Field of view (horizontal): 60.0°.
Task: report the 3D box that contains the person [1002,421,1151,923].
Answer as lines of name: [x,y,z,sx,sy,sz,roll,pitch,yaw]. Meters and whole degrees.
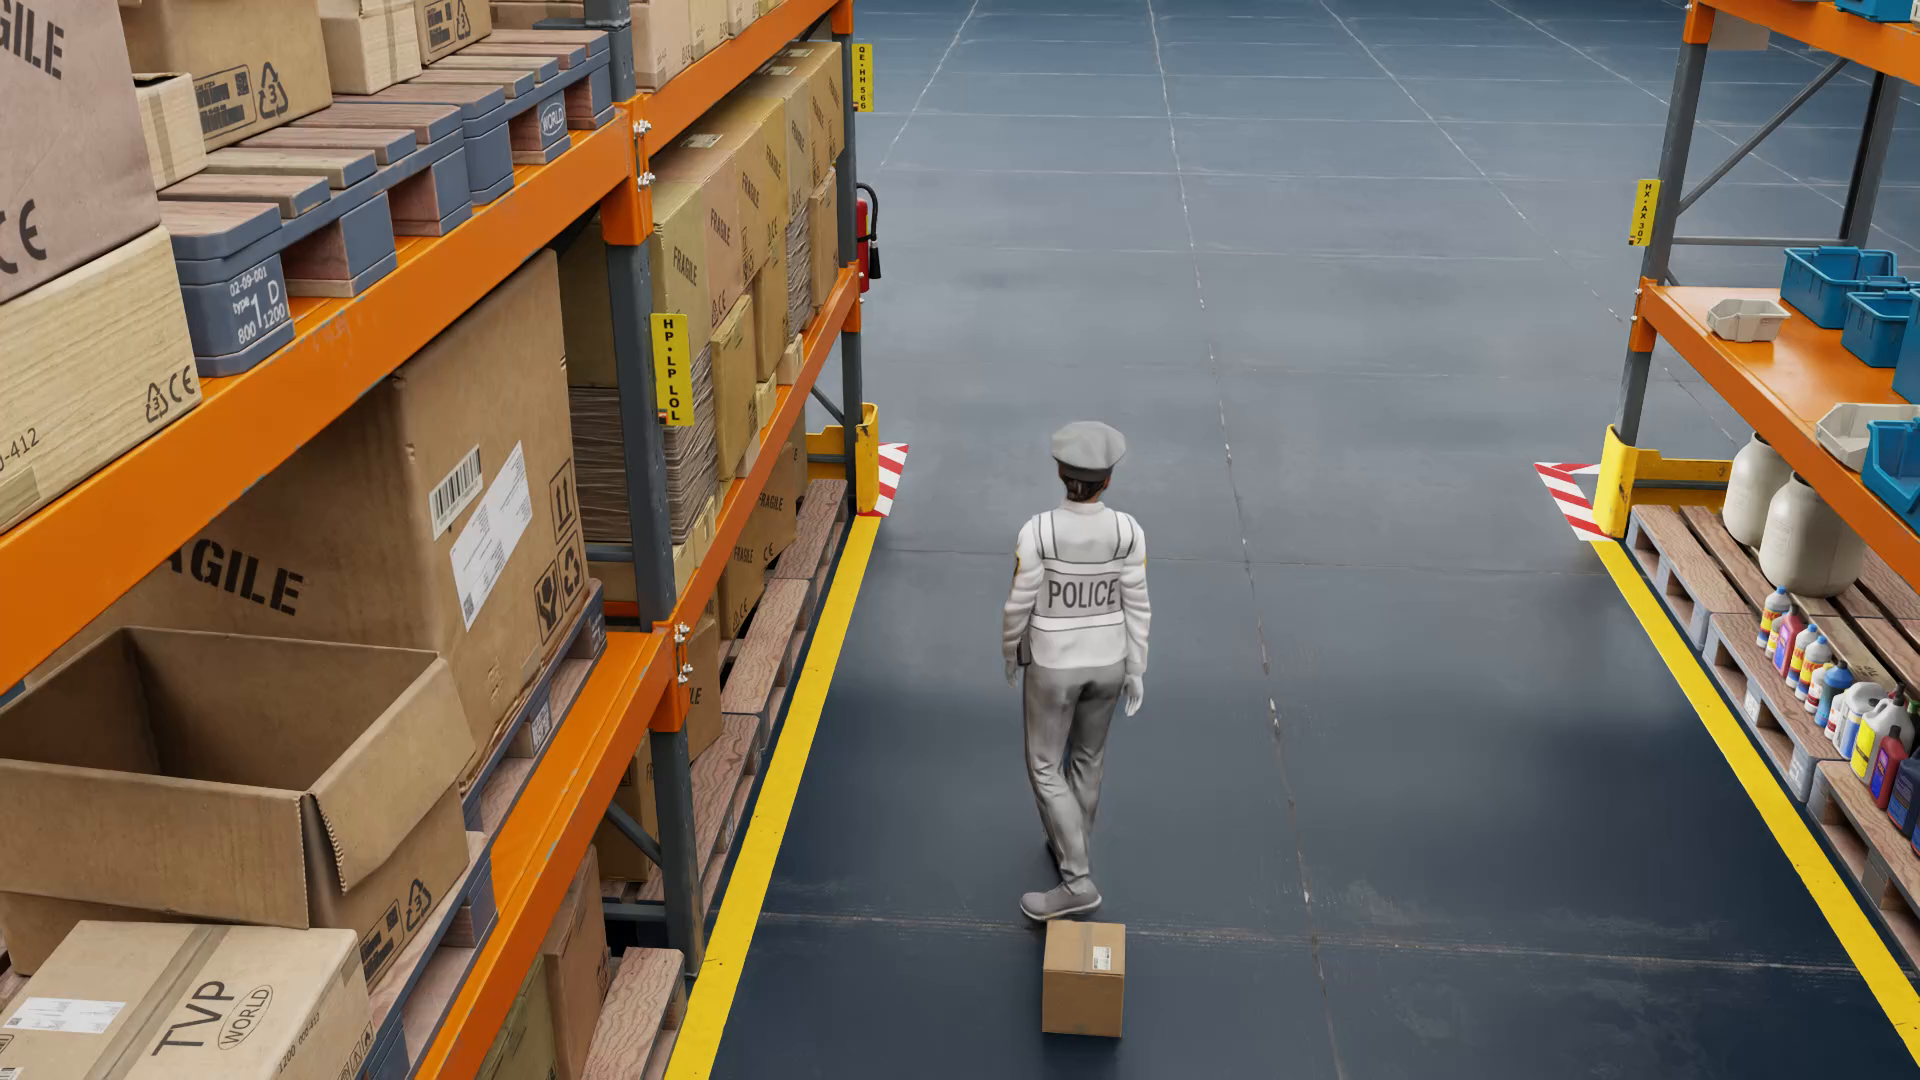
person: [0.403,0.462,5.578,0.502,1.666,0.628,-7,25,-14]
